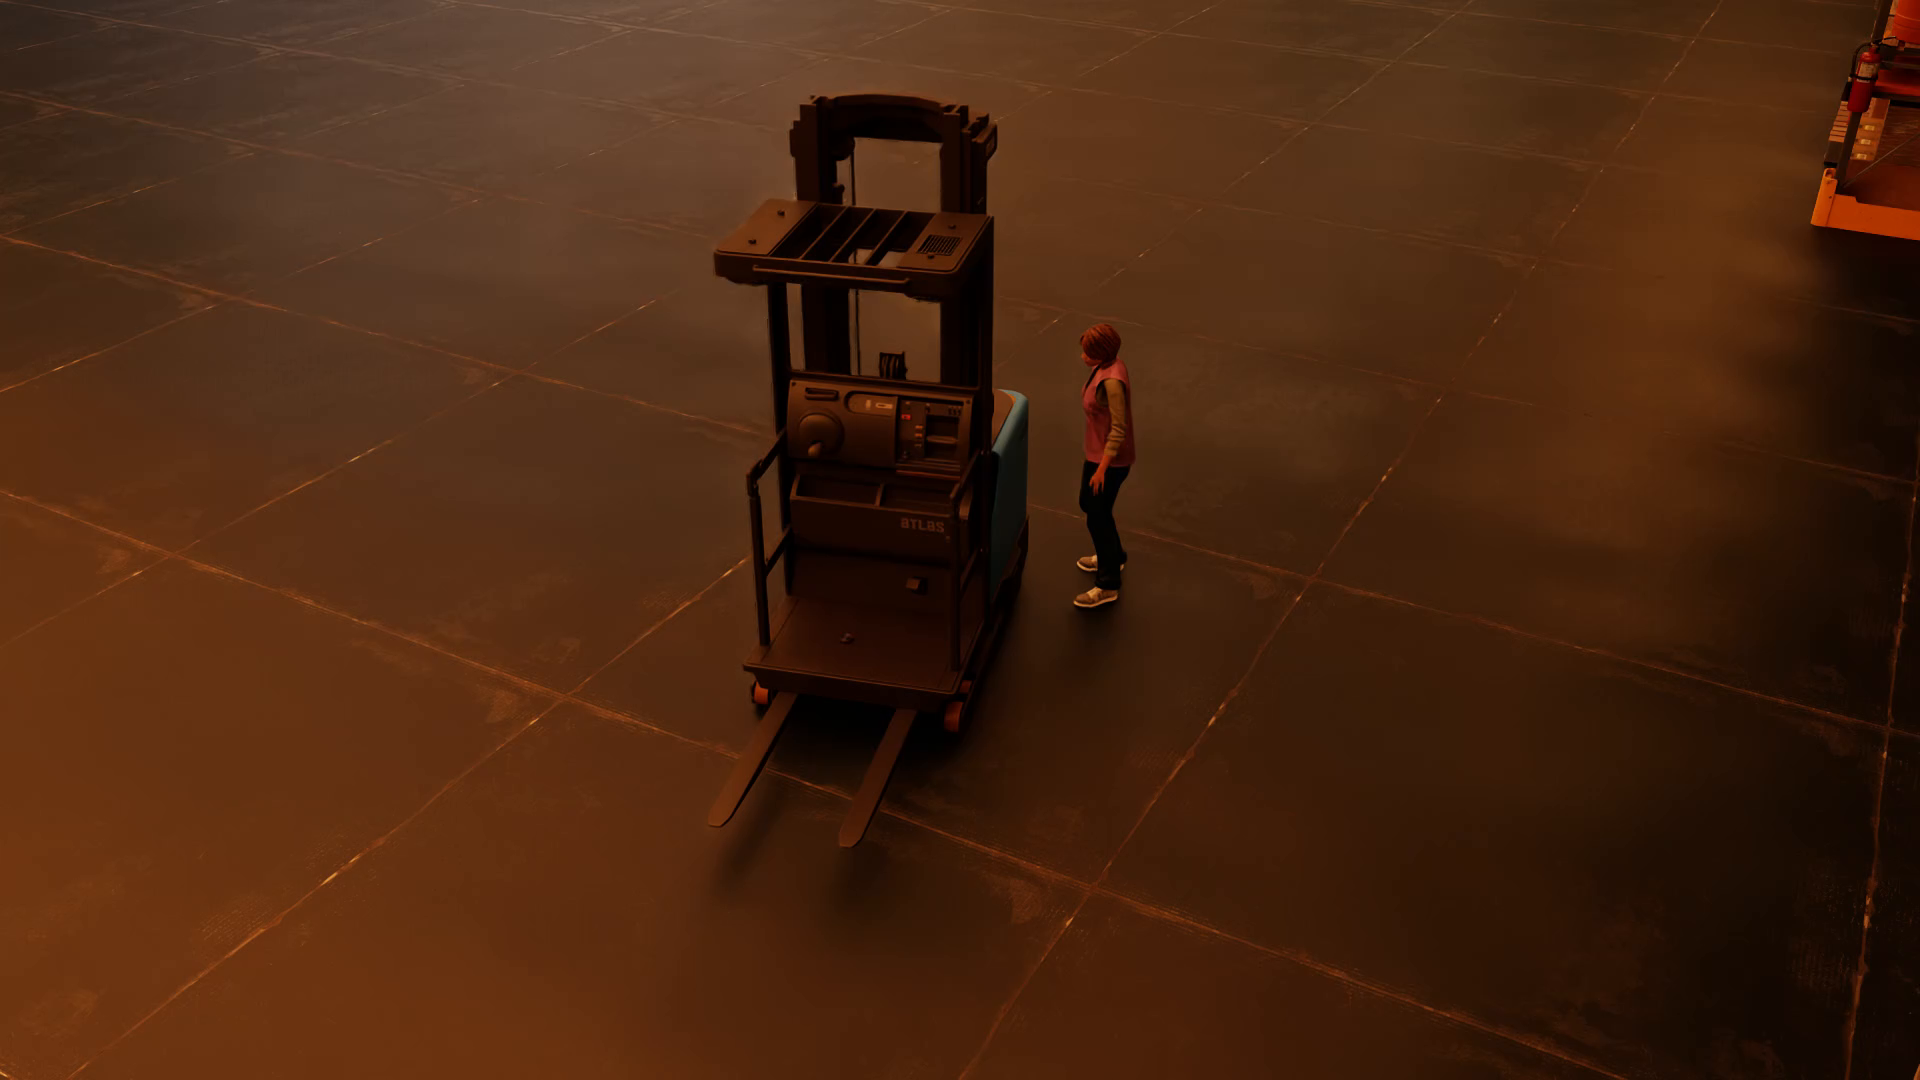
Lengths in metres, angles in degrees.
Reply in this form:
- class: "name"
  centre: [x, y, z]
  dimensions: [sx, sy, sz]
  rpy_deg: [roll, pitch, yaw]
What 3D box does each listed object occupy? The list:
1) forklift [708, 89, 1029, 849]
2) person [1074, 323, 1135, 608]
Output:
- class: "forklift"
  centre: [-0.442, -0.511, 7.955]
  dimensions: [1.130, 2.935, 3.031]
  rpy_deg: [7, 31, 12]
- class: "person"
  centre: [0.794, -0.457, 9.227]
  dimensions: [0.357, 1.573, 0.650]
  rpy_deg: [-2, 30, -4]
